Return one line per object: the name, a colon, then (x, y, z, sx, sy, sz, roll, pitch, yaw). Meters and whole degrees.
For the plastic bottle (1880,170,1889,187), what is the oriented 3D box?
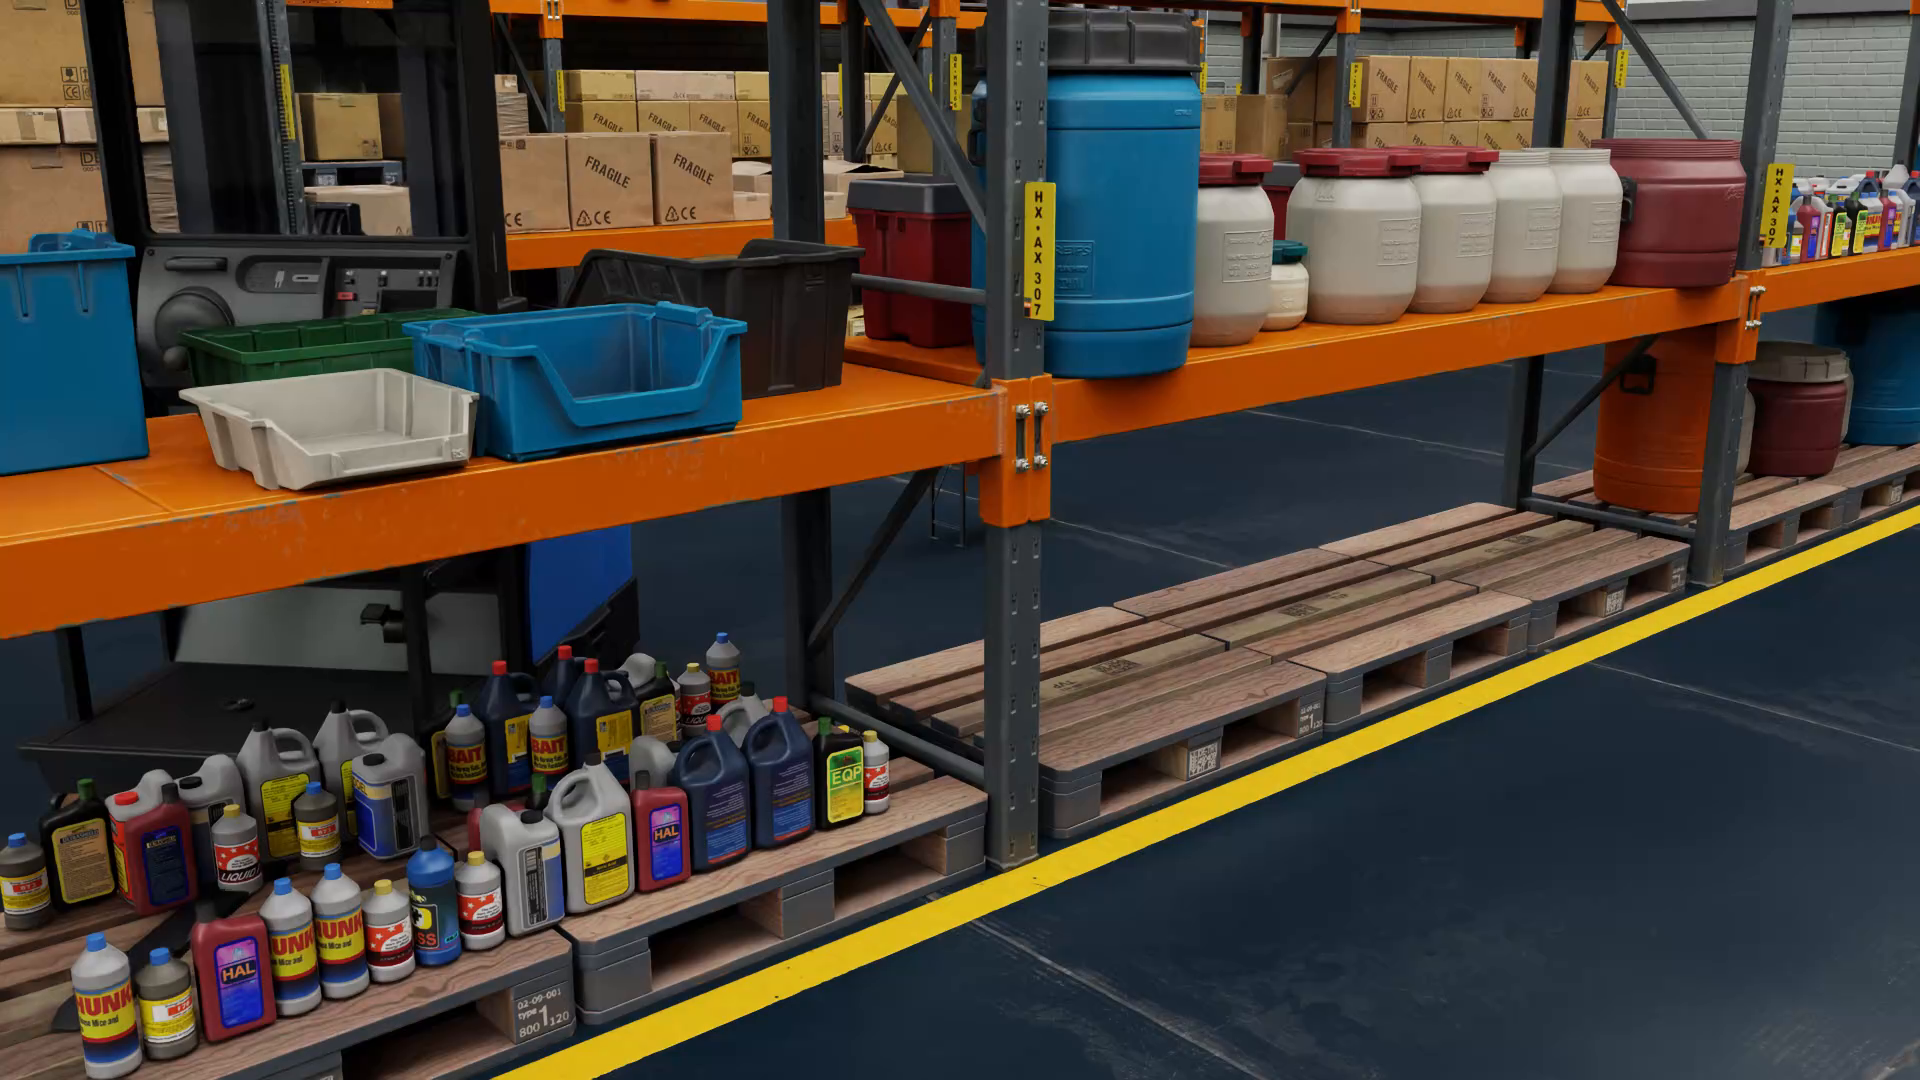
plastic bottle: (5.317, -1.989, 9.611, 0.133, 0.283, 0.061, -13, 19, -39)

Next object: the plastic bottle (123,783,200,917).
plastic bottle: (-1.803, 0.695, 3.748, 0.133, 0.283, 0.061, -13, 19, -39)

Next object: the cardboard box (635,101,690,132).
cardboard box: (-2.712, -3.597, 14.594, 0.500, 0.500, 0.500, -12, 19, -38)

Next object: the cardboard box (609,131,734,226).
cardboard box: (-1.648, -2.073, 9.504, 0.500, 0.500, 0.500, -14, 20, -42)

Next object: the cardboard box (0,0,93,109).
cardboard box: (-4.121, -2.147, 7.269, 0.500, 0.500, 0.700, -13, 20, -39)

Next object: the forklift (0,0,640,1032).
forklift: (-1.877, -0.635, 4.447, 1.130, 2.935, 3.031, 2, 15, 7)

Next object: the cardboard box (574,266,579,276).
cardboard box: (-3.007, -2.539, 14.795, 0.750, 0.750, 0.750, -13, 20, -40)

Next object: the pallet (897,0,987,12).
pallet: (-0.006, -5.496, 16.874, 1.213, 0.211, 1.003, -13, 19, -39)

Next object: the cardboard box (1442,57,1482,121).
cardboard box: (3.942, -3.721, 13.735, 0.500, 0.500, 0.500, -13, 20, -41)

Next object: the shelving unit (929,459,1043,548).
shelving unit: (0.125, -0.608, 7.700, 0.503, 1.200, 0.258, -13, 19, -39)

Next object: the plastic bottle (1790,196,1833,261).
plastic bottle: (3.743, -1.376, 7.329, 0.135, 0.276, 0.152, -13, 19, -39)

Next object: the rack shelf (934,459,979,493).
rack shelf: (0.125, -0.351, 7.769, 0.480, 0.148, 0.258, -13, 19, -39)

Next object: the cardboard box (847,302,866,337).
cardboard box: (-0.626, -1.321, 10.310, 0.500, 0.311, 0.500, -12, 19, -38)

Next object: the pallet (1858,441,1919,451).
pallet: (5.264, -0.555, 9.419, 1.213, 0.211, 1.003, -13, 19, -39)

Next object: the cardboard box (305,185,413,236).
cardboard box: (-3.068, -1.654, 8.420, 0.500, 0.250, 0.500, -11, 19, -36)

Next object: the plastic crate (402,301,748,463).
plastic crate: (-0.818, -0.357, 3.563, 0.616, 0.251, 0.499, -13, 19, -39)

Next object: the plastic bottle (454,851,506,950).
plastic bottle: (-1.043, 0.774, 3.608, 0.097, 0.201, 0.097, 0, 15, 0)

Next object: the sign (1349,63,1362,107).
sign: (2.992, -3.442, 12.579, 0.005, 0.325, 0.100, -13, 19, -39)

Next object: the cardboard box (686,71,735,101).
cardboard box: (-2.356, -4.043, 14.812, 0.500, 0.250, 0.500, -12, 19, -39)

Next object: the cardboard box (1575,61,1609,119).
cardboard box: (5.487, -4.070, 15.042, 0.500, 0.500, 0.500, -13, 20, -40)

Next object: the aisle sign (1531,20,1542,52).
aisle sign: (5.501, -4.992, 15.589, 0.004, 0.787, 0.394, -13, 19, -39)

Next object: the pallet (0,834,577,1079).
pallet: (-1.616, 0.991, 3.631, 1.213, 0.211, 1.003, -13, 19, -39)

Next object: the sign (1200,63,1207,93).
sign: (2.733, -5.197, 18.691, 0.005, 0.325, 0.100, -13, 19, -39)

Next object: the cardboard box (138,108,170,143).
cardboard box: (-3.663, -1.867, 7.476, 0.250, 0.149, 0.380, -13, 20, -41)

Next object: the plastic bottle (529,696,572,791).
plastic bottle: (-1.073, 0.540, 4.350, 0.097, 0.271, 0.097, 0, 15, 0)

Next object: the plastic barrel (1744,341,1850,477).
plastic barrel: (4.066, -0.662, 8.277, 0.708, 0.588, 0.600, -13, 19, -39)

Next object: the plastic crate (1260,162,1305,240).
plastic crate: (1.436, -1.164, 6.171, 0.583, 0.464, 0.402, -13, 19, -39)

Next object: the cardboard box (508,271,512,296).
cardboard box: (-4.156, -2.149, 13.973, 0.500, 0.500, 0.700, -12, 19, -39)

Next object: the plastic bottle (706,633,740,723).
plastic bottle: (-0.690, 0.405, 4.857, 0.097, 0.271, 0.097, 0, 15, 0)

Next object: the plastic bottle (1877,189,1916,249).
plastic bottle: (4.441, -1.533, 7.915, 0.135, 0.276, 0.152, -13, 19, -39)

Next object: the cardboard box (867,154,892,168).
cardboard box: (-0.874, -3.682, 16.170, 0.250, 0.149, 0.380, -12, 19, -38)

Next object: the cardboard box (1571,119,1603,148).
cardboard box: (5.483, -3.587, 15.172, 0.500, 0.500, 0.500, -12, 19, -38)

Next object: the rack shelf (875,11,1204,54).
rack shelf: (0.879, -5.394, 17.712, 4.000, 0.370, 1.077, -13, 19, -39)

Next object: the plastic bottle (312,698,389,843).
plastic bottle: (-1.506, 0.558, 4.130, 0.185, 0.351, 0.144, -13, 20, -40)

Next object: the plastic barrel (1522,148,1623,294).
plastic barrel: (2.220, -1.185, 6.158, 0.421, 0.512, 0.421, 0, 15, 0)

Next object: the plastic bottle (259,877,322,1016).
plastic bottle: (-1.348, 0.809, 3.343, 0.097, 0.271, 0.097, 0, 15, 0)

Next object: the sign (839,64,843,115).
sign: (-0.756, -2.937, 10.844, 0.005, 0.325, 0.100, -13, 19, -39)

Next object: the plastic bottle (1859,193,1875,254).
plastic bottle: (4.124, -1.450, 7.614, 0.097, 0.271, 0.097, 0, 15, 0)

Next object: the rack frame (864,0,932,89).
rack frame: (-0.630, -3.953, 16.738, 0.127, 3.000, 1.000, -13, 19, -39)

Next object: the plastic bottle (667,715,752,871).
plastic bottle: (-0.603, 0.595, 3.989, 0.185, 0.351, 0.144, -14, 20, -42)

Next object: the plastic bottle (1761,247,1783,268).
plastic bottle: (3.394, -1.298, 7.036, 0.135, 0.276, 0.152, -13, 19, -39)

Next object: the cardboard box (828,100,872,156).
cardboard box: (-1.191, -3.940, 15.877, 0.500, 0.500, 0.500, -12, 19, -39)

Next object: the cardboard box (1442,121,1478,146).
cardboard box: (3.951, -3.243, 13.885, 0.500, 0.500, 0.500, -13, 20, -40)

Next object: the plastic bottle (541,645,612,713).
plastic bottle: (-1.043, 0.454, 4.520, 0.185, 0.351, 0.144, -12, 19, -38)

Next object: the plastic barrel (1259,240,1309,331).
plastic barrel: (0.937, -0.797, 5.189, 0.301, 0.262, 0.301, 0, 15, 0)

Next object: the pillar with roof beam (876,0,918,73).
pillar with roof beam: (2.156, -6.301, 13.901, 0.400, 9.000, 9.100, -13, 19, -39)

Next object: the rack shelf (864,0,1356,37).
rack shelf: (1.116, -3.753, 11.568, 4.000, 0.370, 1.077, -13, 19, -39)

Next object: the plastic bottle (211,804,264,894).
plastic bottle: (-1.673, 0.711, 3.845, 0.097, 0.201, 0.097, 0, 15, 0)

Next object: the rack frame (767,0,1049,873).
rack frame: (-0.162, -0.670, 4.444, 0.127, 3.000, 1.000, -13, 19, -39)

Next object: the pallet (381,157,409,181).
pallet: (-4.115, -3.042, 13.697, 1.003, 0.211, 1.213, -13, 19, -39)

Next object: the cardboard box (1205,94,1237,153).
cardboard box: (1.643, -3.075, 12.443, 0.500, 0.500, 0.700, -9, 17, -31)

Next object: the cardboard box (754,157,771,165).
cardboard box: (-1.894, -3.480, 15.413, 0.250, 0.149, 0.380, -12, 19, -38)

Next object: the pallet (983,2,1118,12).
pallet: (0.914, -5.702, 17.643, 1.213, 0.211, 1.003, -13, 19, -39)

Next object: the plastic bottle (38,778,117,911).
plastic bottle: (-2.005, 0.688, 3.773, 0.133, 0.283, 0.061, -12, 19, -38)

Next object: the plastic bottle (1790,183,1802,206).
plastic bottle: (4.243, -1.687, 8.502, 0.097, 0.271, 0.097, 0, 15, 0)

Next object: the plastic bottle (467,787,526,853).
plastic bottle: (-1.042, 0.689, 3.770, 0.133, 0.283, 0.061, -13, 19, -39)

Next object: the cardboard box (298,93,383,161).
cardboard box: (-4.921, -3.240, 13.020, 0.500, 0.500, 0.700, -13, 19, -39)

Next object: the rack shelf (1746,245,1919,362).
rack shelf: (4.365, -1.338, 8.342, 4.000, 0.370, 1.077, -13, 19, -39)
